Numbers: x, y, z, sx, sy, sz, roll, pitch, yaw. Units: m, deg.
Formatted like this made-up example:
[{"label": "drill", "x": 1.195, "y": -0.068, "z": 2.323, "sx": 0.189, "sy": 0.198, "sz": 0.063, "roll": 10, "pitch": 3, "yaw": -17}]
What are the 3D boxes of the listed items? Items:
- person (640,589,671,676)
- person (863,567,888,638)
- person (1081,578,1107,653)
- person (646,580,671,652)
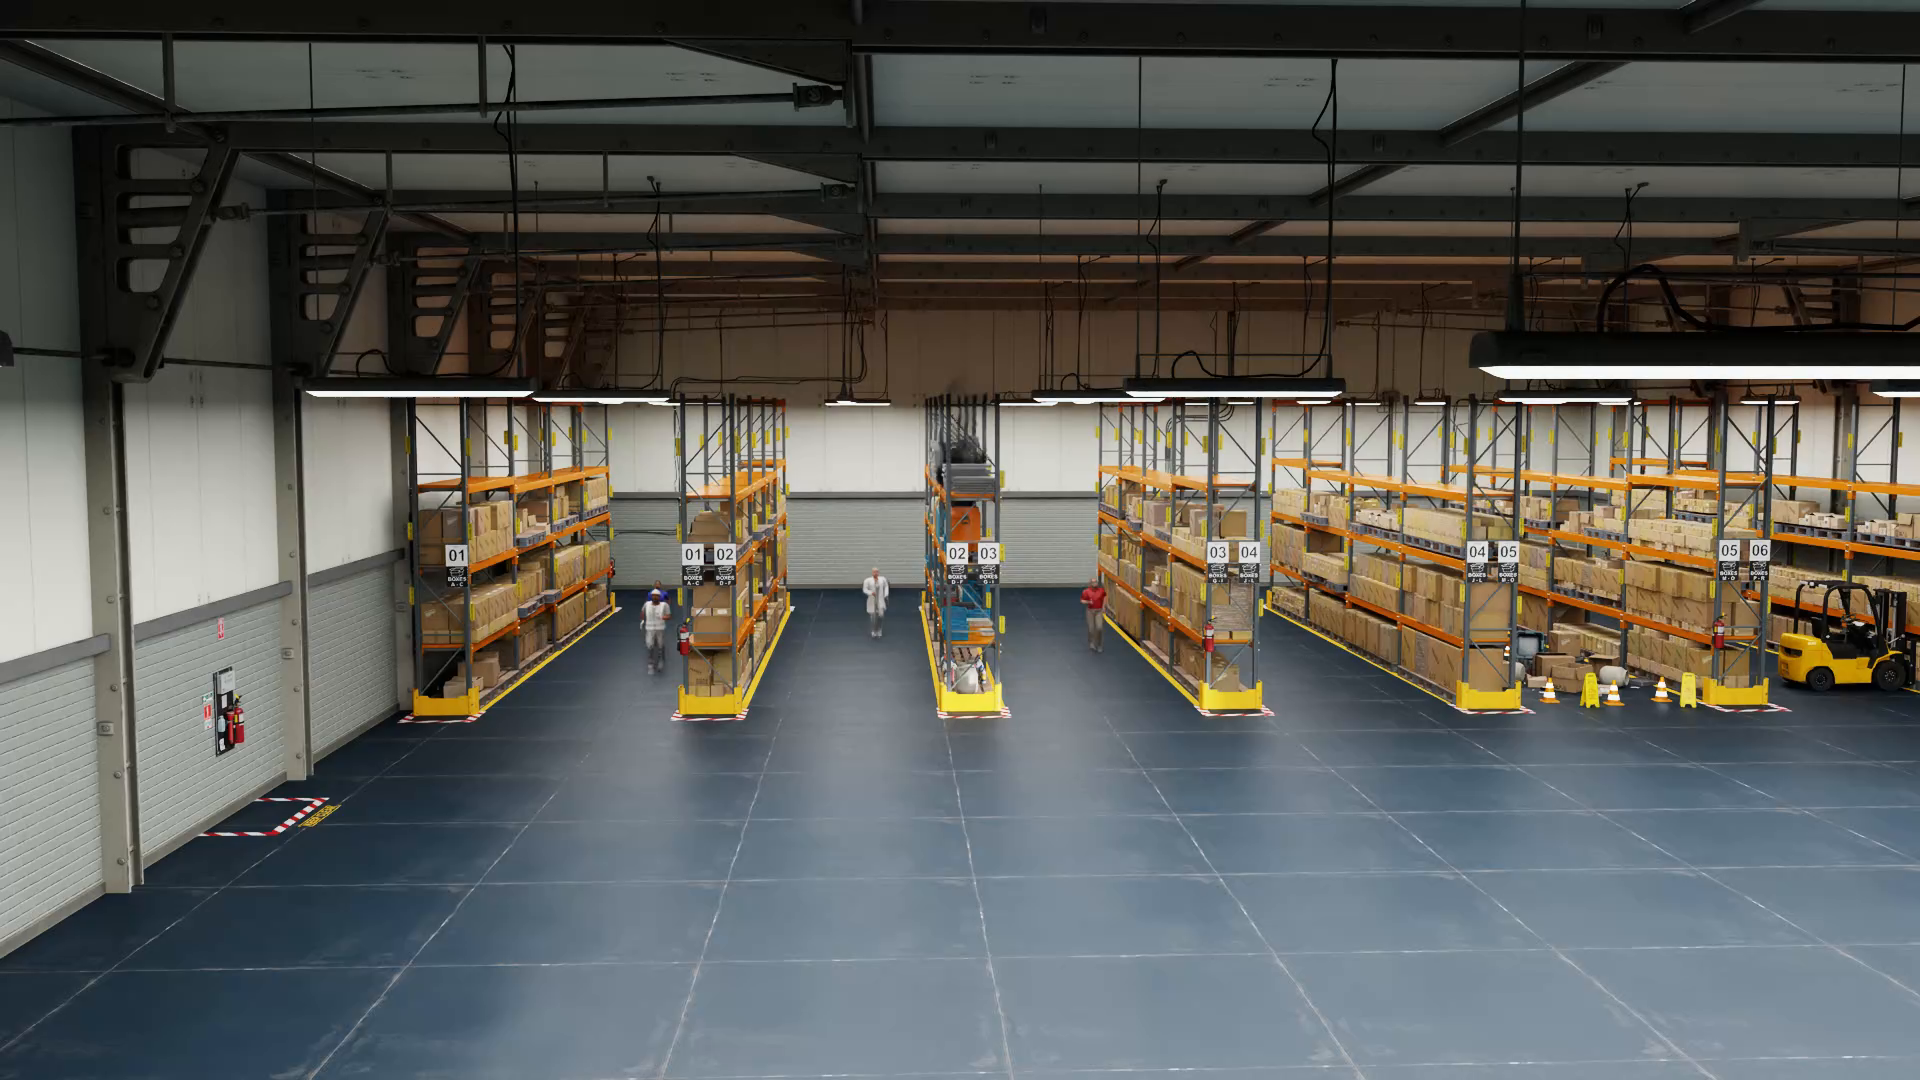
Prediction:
[{"label": "person", "x": -6.595, "y": 1.982, "z": 36.034, "sx": 0.670, "sy": 1.846, "sz": 0.804, "roll": 0, "pitch": 5, "yaw": -6}, {"label": "person", "x": -2.095, "y": 1.564, "z": 41.526, "sx": 0.672, "sy": 1.771, "sz": 0.838, "roll": -1, "pitch": 5, "yaw": -9}, {"label": "person", "x": 3.165, "y": 1.781, "z": 39.225, "sx": 0.640, "sy": 1.800, "sz": 0.795, "roll": 0, "pitch": 5, "yaw": 0}, {"label": "person", "x": -7.131, "y": 1.772, "z": 39.302, "sx": 0.575, "sy": 1.645, "sz": 0.894, "roll": -1, "pitch": 5, "yaw": -6}]
